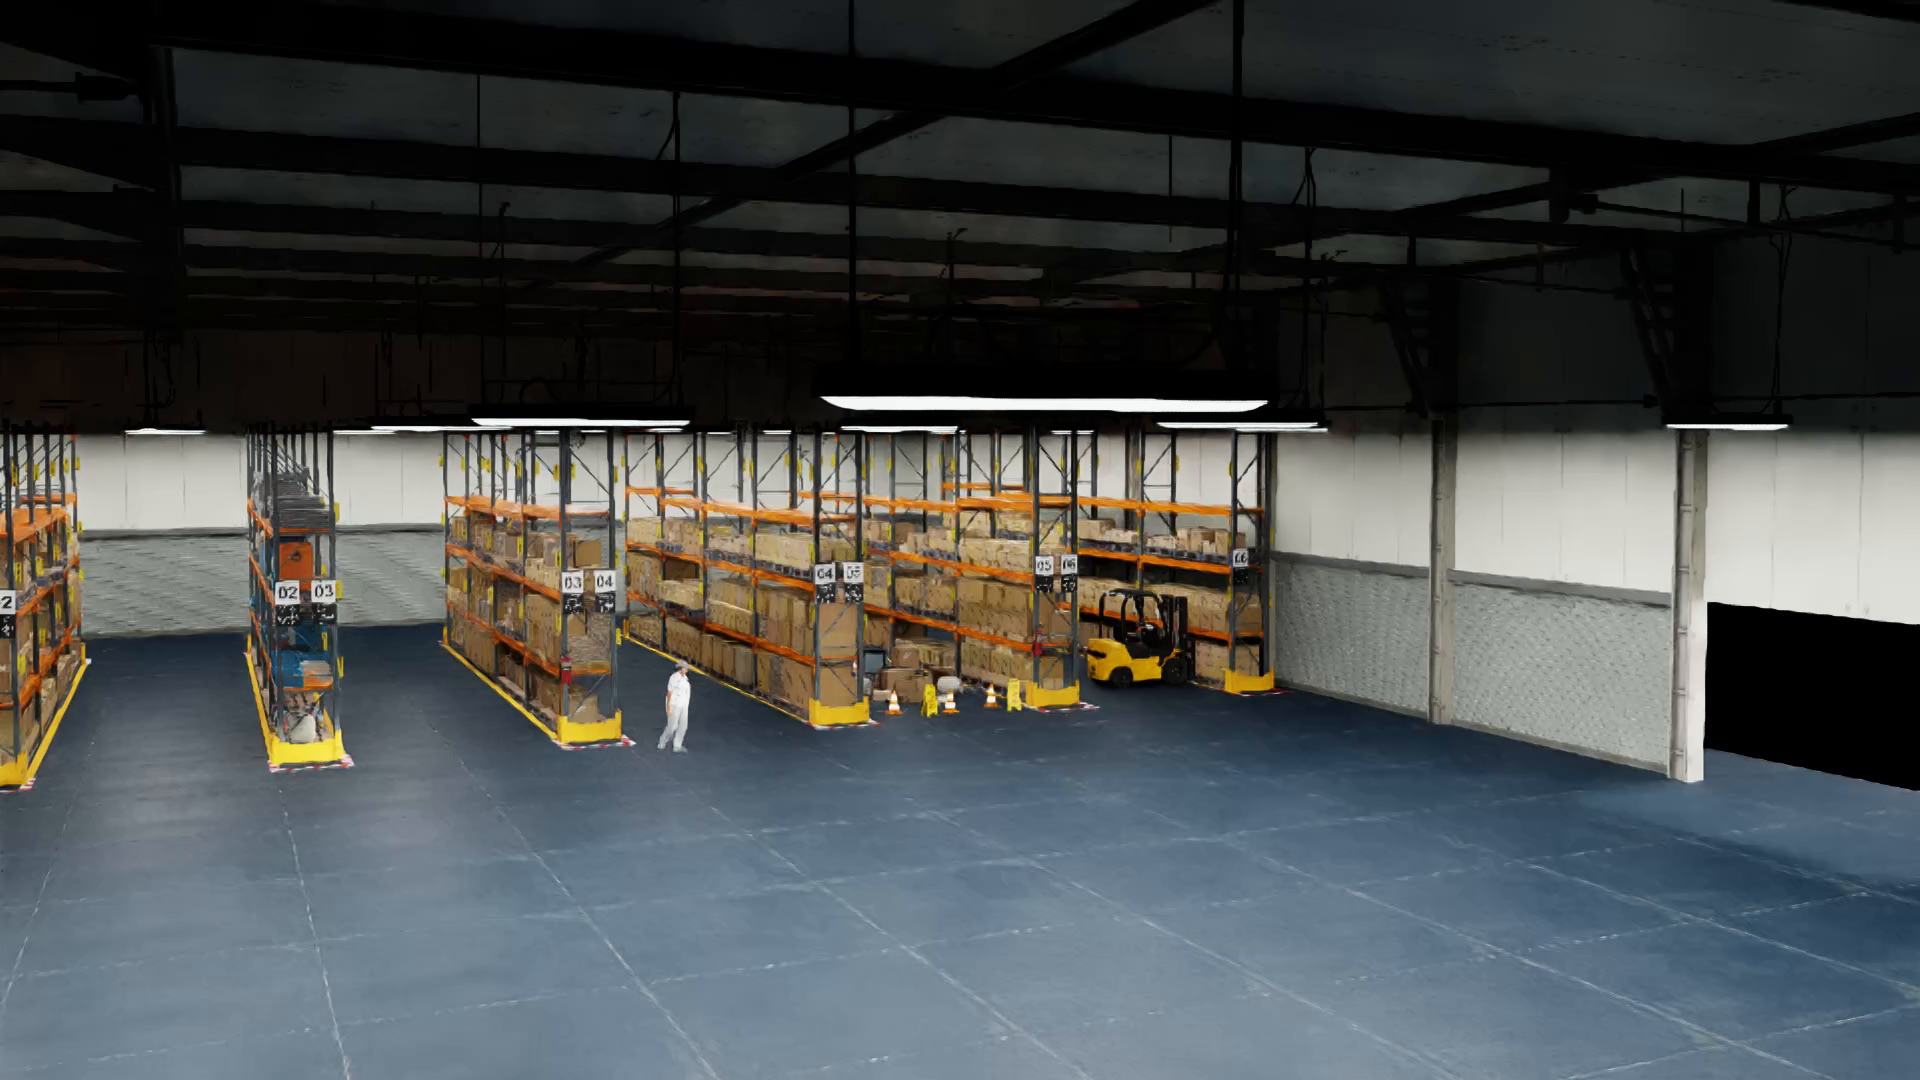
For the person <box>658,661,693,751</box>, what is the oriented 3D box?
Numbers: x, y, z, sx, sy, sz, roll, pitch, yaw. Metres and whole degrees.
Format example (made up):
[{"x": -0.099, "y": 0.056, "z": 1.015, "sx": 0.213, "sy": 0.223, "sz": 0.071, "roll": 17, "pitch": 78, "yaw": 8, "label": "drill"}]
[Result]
[{"x": -5.188, "y": 3.012, "z": 30.230, "sx": 0.590, "sy": 1.651, "sz": 0.555, "roll": 2, "pitch": 4, "yaw": 29, "label": "person"}]
